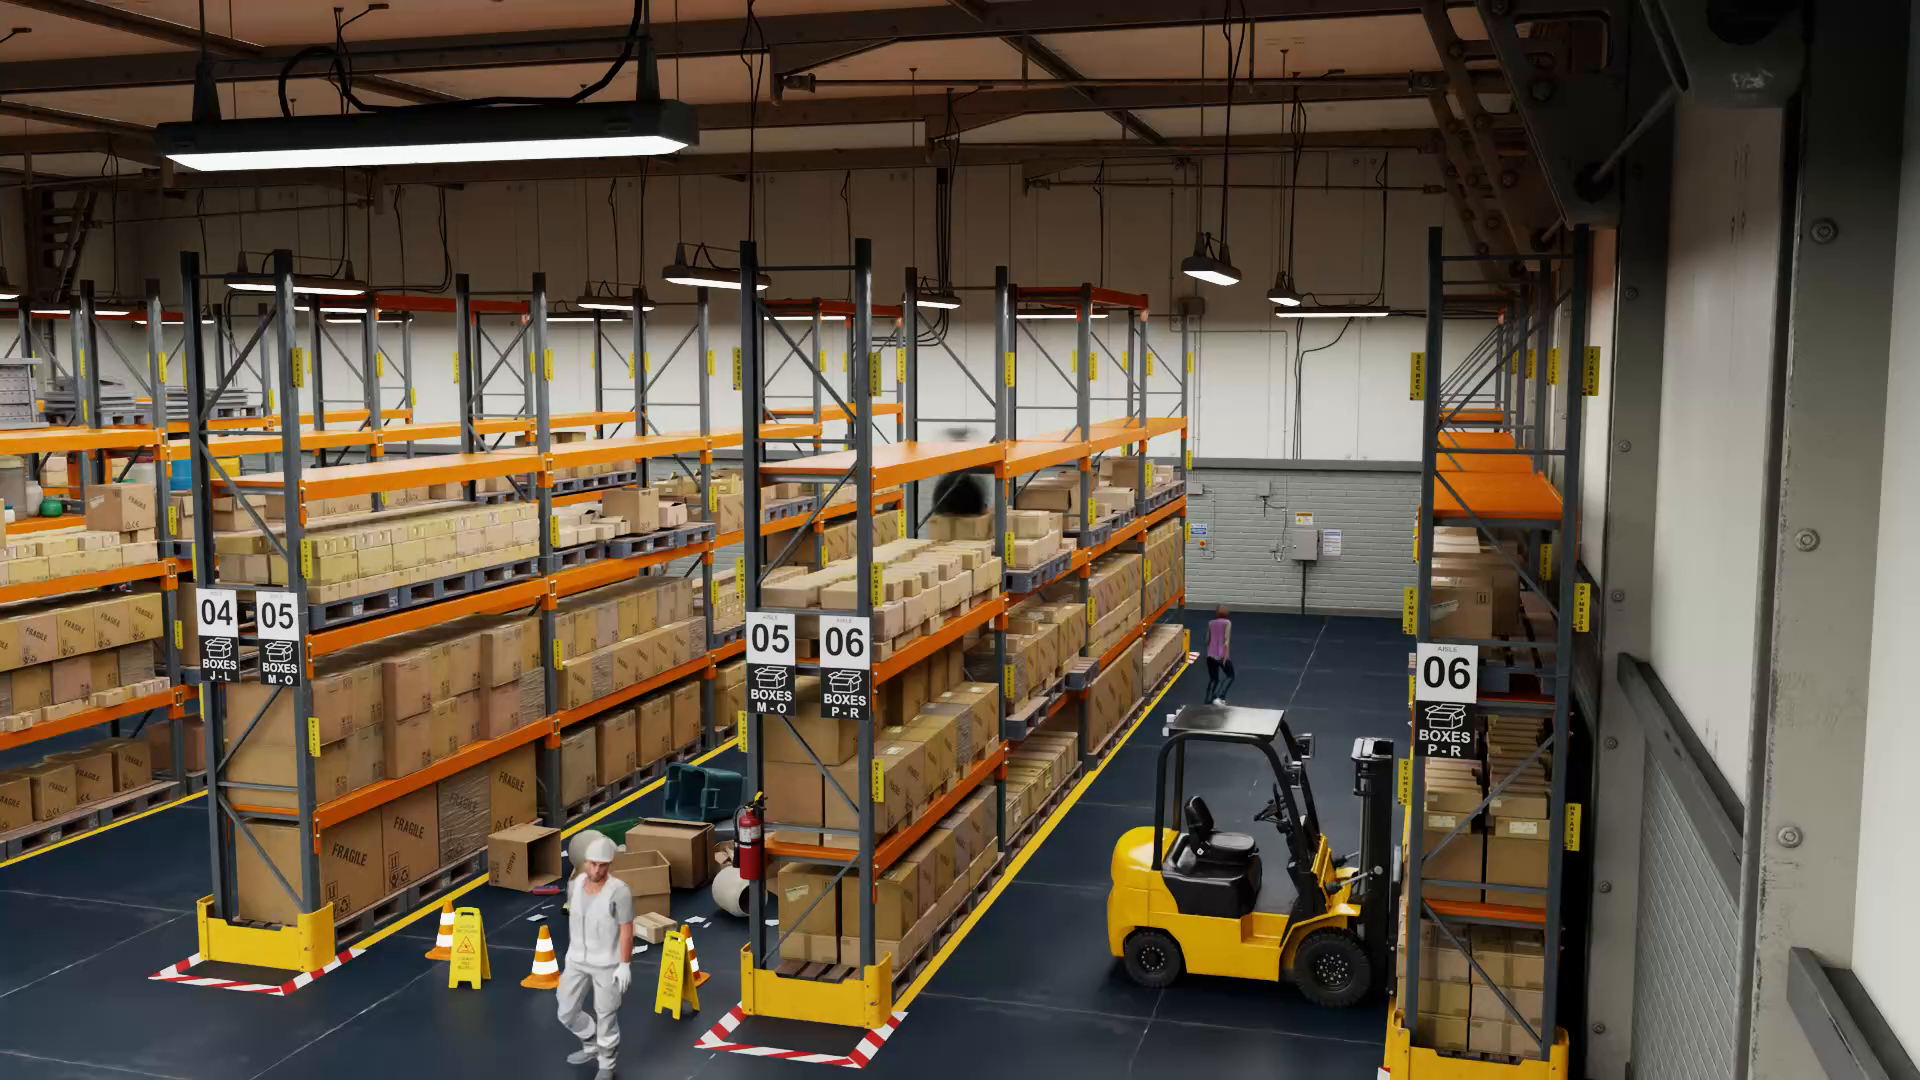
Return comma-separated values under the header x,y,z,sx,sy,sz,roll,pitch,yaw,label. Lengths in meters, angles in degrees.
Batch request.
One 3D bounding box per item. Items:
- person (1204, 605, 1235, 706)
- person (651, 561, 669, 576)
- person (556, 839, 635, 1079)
x,y,z,sx,sy,sz,roll,pitch,yaw,label
3.718,1.710,24.049,0.492,1.509,0.695,5,8,35,person
-6.079,0.747,33.003,0.607,1.483,1.024,-3,7,-21,person
-2.558,2.962,11.746,0.616,1.781,0.427,2,7,18,person
